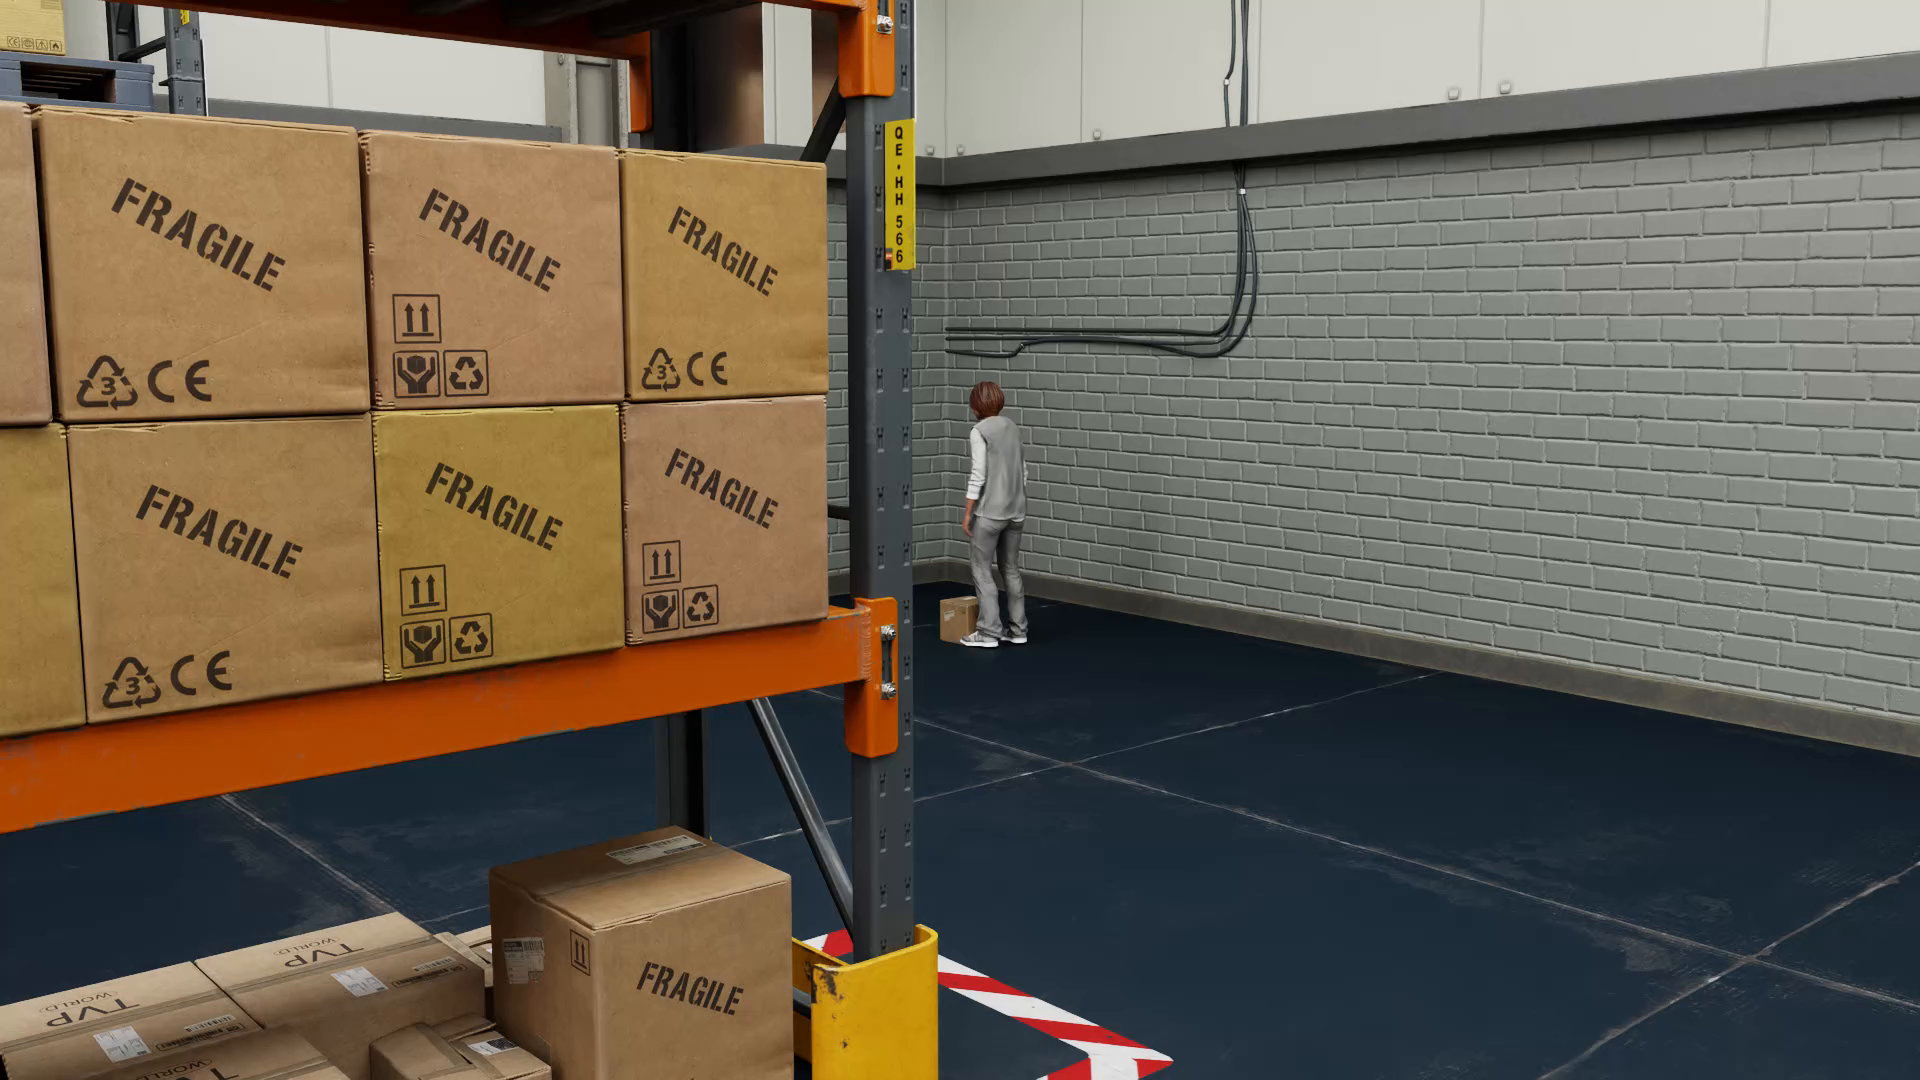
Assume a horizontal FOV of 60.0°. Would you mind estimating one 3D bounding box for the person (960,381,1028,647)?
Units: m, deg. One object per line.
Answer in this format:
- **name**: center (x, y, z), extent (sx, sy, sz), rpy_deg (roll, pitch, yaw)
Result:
- **person**: center (0.207, -0.111, 9.956), extent (0.484, 1.515, 0.370), rpy_deg (-7, 11, -44)
